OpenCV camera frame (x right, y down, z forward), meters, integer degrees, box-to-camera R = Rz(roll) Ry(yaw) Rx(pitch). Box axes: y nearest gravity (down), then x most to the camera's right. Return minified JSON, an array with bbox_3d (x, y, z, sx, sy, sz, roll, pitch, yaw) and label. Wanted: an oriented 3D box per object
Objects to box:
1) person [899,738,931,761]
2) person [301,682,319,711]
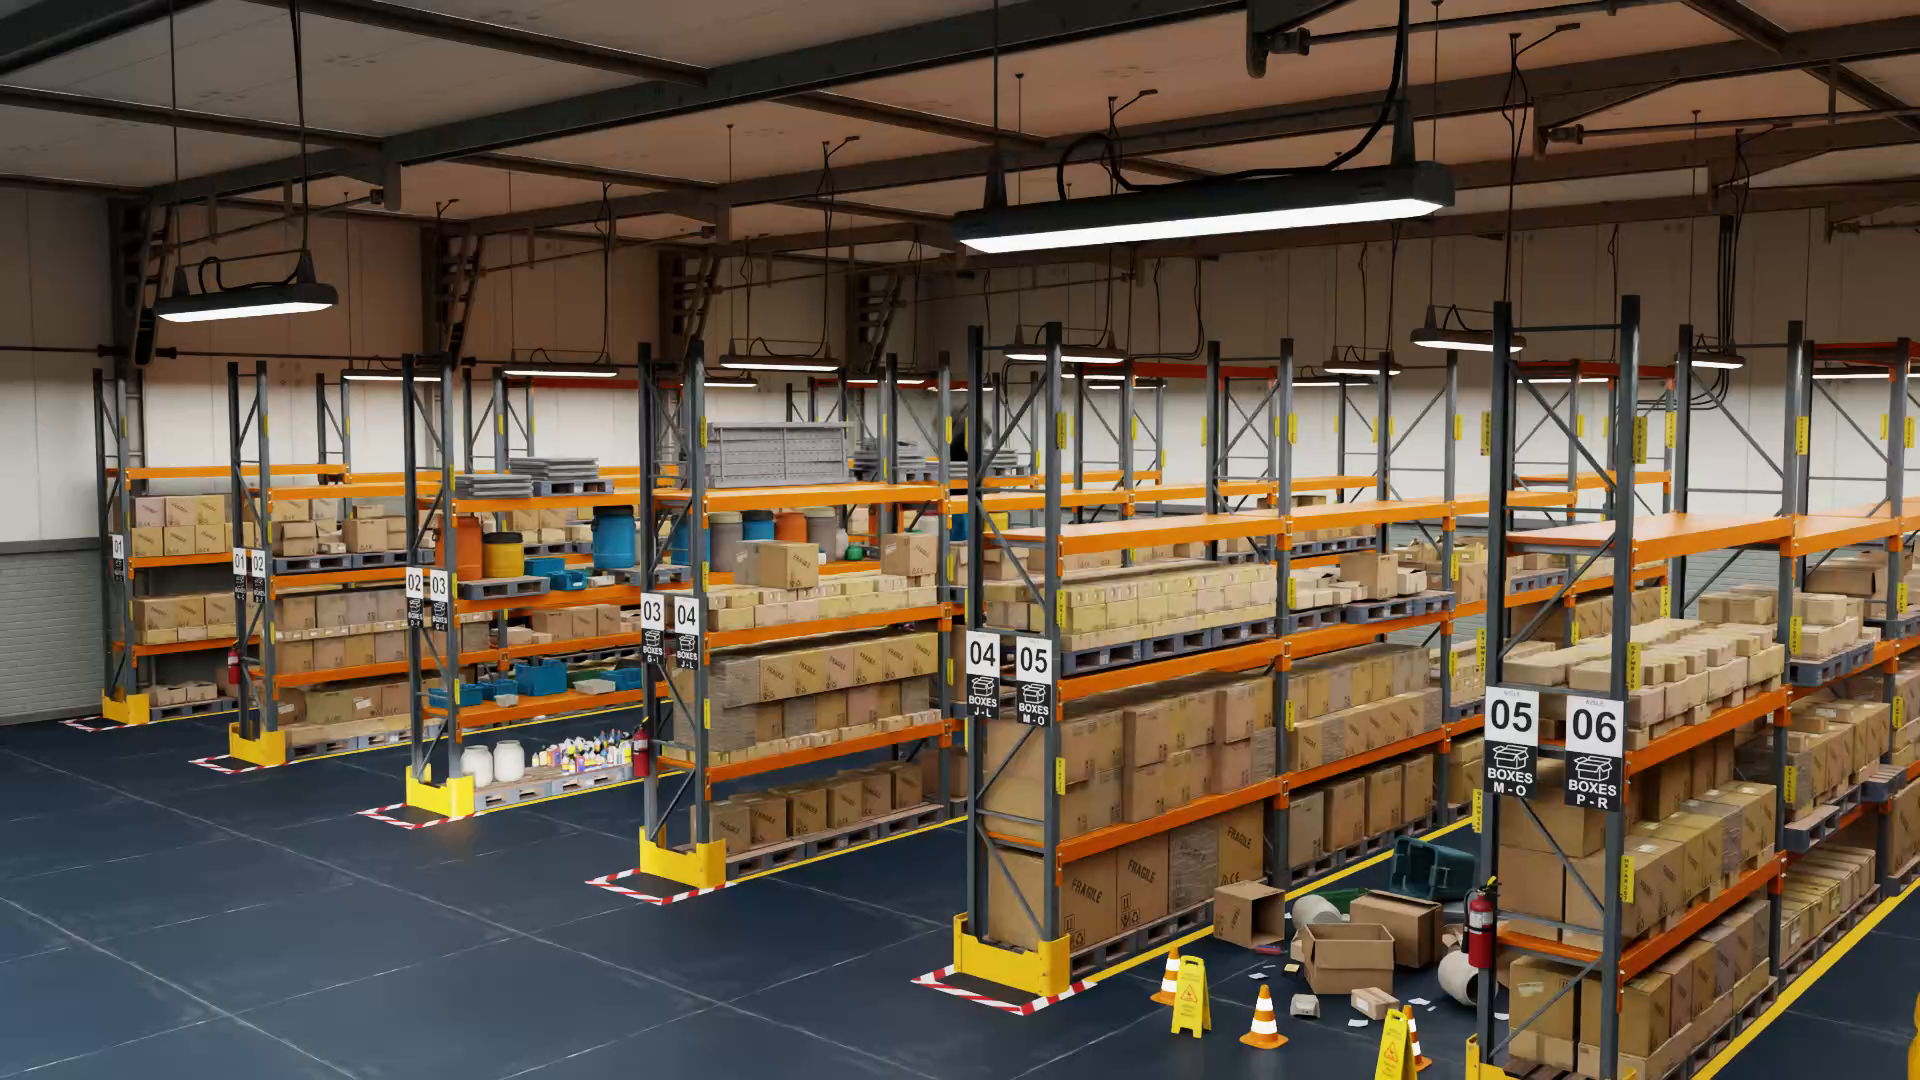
[{"bbox_3d":[-0.691,2.470,24.732,0.630,1.837,0.789,3,5,37],"label":"person"},{"bbox_3d":[-10.829,2.299,27.711,0.547,1.656,0.672,2,5,29],"label":"person"}]
